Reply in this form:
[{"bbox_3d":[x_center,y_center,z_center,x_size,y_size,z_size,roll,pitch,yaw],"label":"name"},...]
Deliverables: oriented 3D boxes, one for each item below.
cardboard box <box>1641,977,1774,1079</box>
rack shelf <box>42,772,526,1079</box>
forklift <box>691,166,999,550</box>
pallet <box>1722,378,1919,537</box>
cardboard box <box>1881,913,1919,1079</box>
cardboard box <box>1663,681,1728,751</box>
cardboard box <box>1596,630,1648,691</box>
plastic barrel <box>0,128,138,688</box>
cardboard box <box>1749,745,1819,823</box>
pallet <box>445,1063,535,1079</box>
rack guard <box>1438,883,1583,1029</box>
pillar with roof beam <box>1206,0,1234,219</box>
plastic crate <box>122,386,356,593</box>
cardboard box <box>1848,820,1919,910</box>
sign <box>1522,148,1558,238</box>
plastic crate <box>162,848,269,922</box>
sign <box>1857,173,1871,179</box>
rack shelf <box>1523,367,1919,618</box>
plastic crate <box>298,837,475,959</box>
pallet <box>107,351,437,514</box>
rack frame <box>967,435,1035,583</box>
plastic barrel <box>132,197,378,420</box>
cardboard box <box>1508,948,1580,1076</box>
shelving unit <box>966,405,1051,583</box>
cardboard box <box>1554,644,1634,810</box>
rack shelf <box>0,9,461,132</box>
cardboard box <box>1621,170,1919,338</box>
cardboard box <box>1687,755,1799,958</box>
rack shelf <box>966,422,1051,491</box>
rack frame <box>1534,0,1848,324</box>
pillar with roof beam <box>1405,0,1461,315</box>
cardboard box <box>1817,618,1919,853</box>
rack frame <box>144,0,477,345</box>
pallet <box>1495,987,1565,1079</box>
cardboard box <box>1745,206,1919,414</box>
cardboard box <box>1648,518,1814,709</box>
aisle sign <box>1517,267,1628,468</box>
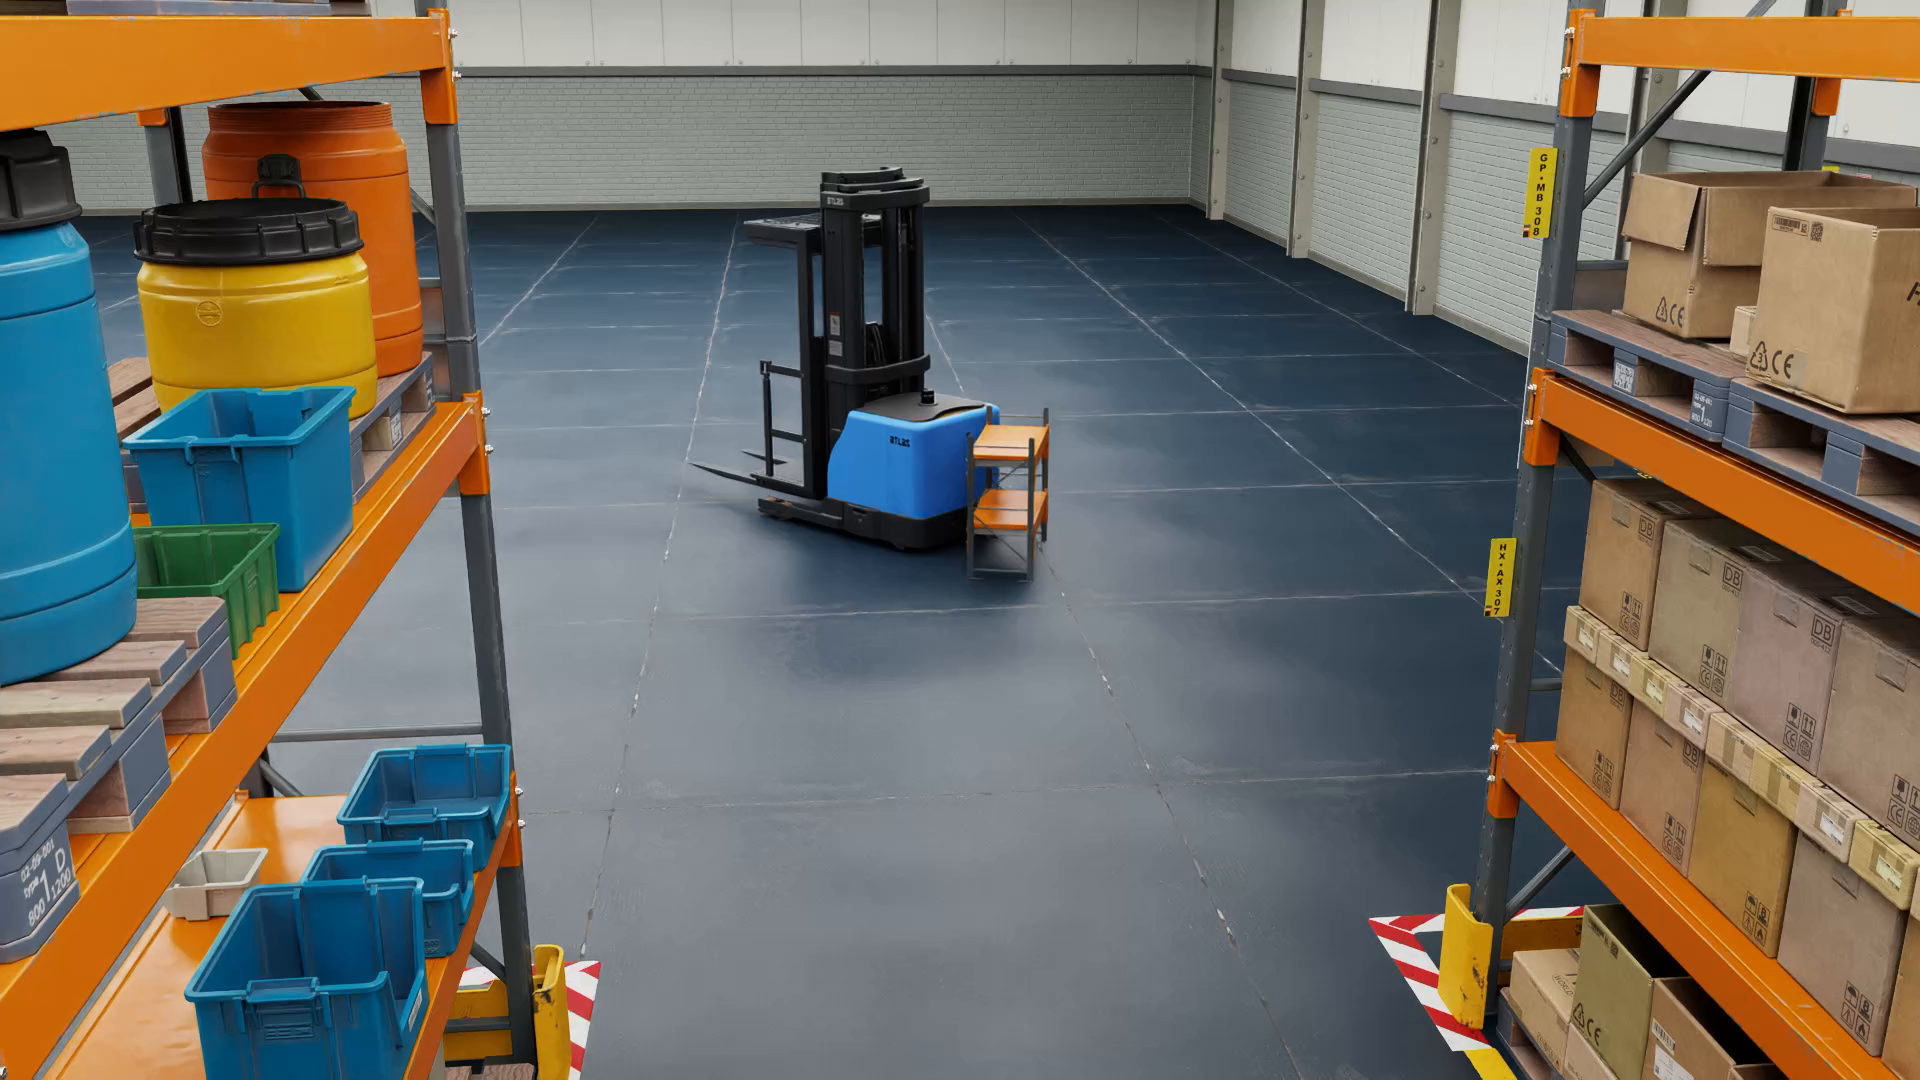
[{"bbox_3d":[2.652,1.804,5.560,0.500,0.500,0.500,-2,18,-6],"label":"cardboard box"},{"bbox_3d":[-2.020,1.677,4.528,1.077,0.370,4.000,-2,18,-6],"label":"rack shelf"},{"bbox_3d":[-1.101,-1.664,14.085,3.031,2.935,1.130,15,23,39],"label":"forklift"},{"bbox_3d":[2.877,-0.227,4.532,1.003,0.211,1.213,-2,18,-6],"label":"pallet"},{"bbox_3d":[2.952,1.292,4.388,0.700,0.500,0.500,-2,17,-5],"label":"cardboard box"},{"bbox_3d":[2.605,0.581,5.569,0.380,0.149,0.250,-2,18,-6],"label":"cardboard box"},{"bbox_3d":[2.557,0.431,6.046,0.380,0.149,0.250,-2,18,-7],"label":"cardboard box"},{"bbox_3d":[-1.810,-0.241,2.890,0.600,0.901,0.708,-2,18,-6],"label":"plastic barrel"},{"bbox_3d":[2.662,0.736,5.074,0.380,0.149,0.250,-2,18,-6],"label":"cardboard box"},{"bbox_3d":[-2.094,2.332,5.897,1.003,0.211,1.213,-2,18,-6],"label":"pallet"},{"bbox_3d":[2.698,1.772,7.199,1.175,0.500,0.348,-2,18,-6],"label":"rack guard"},{"bbox_3d":[1.184,-11.053,33.861,9.100,9.000,0.400,-2,18,-6],"label":"pillar with roof beam"},{"bbox_3d":[-1.731,-0.126,4.091,0.392,0.384,0.575,-2,18,-6],"label":"plastic crate"},{"bbox_3d":[2.712,0.889,4.588,0.380,0.149,0.250,-1,17,-4],"label":"cardboard box"},{"bbox_3d":[2.148,-1.284,6.161,0.100,0.325,0.005,-2,18,-6],"label":"sign"},{"bbox_3d":[-2.454,1.141,5.476,0.298,0.136,0.250,-2,18,-6],"label":"plastic crate"},{"bbox_3d":[7.823,-3.023,14.427,0.001,0.298,0.199,-2,18,-6],"label":"sign"},{"bbox_3d":[2.907,0.094,4.562,1.077,0.370,4.000,-2,18,-6],"label":"rack shelf"},{"bbox_3d":[-1.816,1.143,5.278,0.499,0.251,0.408,-2,18,-6],"label":"plastic crate"},{"bbox_3d":[-2.239,-0.353,5.102,1.003,0.211,1.213,-2,18,-6],"label":"pallet"},{"bbox_3d":[0.306,-0.228,12.524,0.500,1.125,0.032,3,18,8],"label":"rack frame"},{"bbox_3d":[-1.983,-0.647,4.708,0.600,0.588,0.600,0,17,0],"label":"plastic barrel"},{"bbox_3d":[2.535,1.864,6.620,0.500,0.250,0.500,-2,18,-6],"label":"cardboard box"},{"bbox_3d":[0.384,-0.378,13.004,0.538,1.125,1.048,3,18,8],"label":"shelving unit"},{"bbox_3d":[2.736,0.678,6.343,0.700,0.500,0.500,-2,18,-6],"label":"cardboard box"},{"bbox_3d":[-2.020,-0.994,3.689,1.077,0.370,4.000,-2,18,-6],"label":"rack shelf"},{"bbox_3d":[2.756,-0.990,5.707,0.797,0.503,0.637,-1,17,-2],"label":"cardboard box"},{"bbox_3d":[2.840,0.982,5.373,0.700,0.500,0.500,-2,18,-5],"label":"cardboard box"},{"bbox_3d":[0.384,-0.657,12.916,0.538,0.278,1.000,3,18,8],"label":"rack shelf"},{"bbox_3d":[2.701,-2.276,5.903,1.000,3.000,0.127,-2,18,-6],"label":"rack frame"},{"bbox_3d":[2.421,-7.478,22.473,9.100,9.000,0.400,-2,18,-6],"label":"pillar with roof beam"},{"bbox_3d":[2.906,0.531,4.646,0.700,0.500,0.500,-2,18,-6],"label":"cardboard box"},{"bbox_3d":[-2.227,-2.124,5.419,1.000,3.000,0.127,-2,18,-6],"label":"rack frame"},{"bbox_3d":[2.821,2.143,6.498,1.003,0.211,1.213,-2,18,-6],"label":"pallet"},{"bbox_3d":[2.600,-0.656,4.651,0.500,0.500,0.500,-2,18,-6],"label":"cardboard box"},{"bbox_3d":[2.801,0.231,5.599,0.700,0.500,0.500,-2,18,-7],"label":"cardboard box"},{"bbox_3d":[2.389,-0.664,6.445,0.394,0.787,0.004,-2,18,-6],"label":"aisle sign"}]
